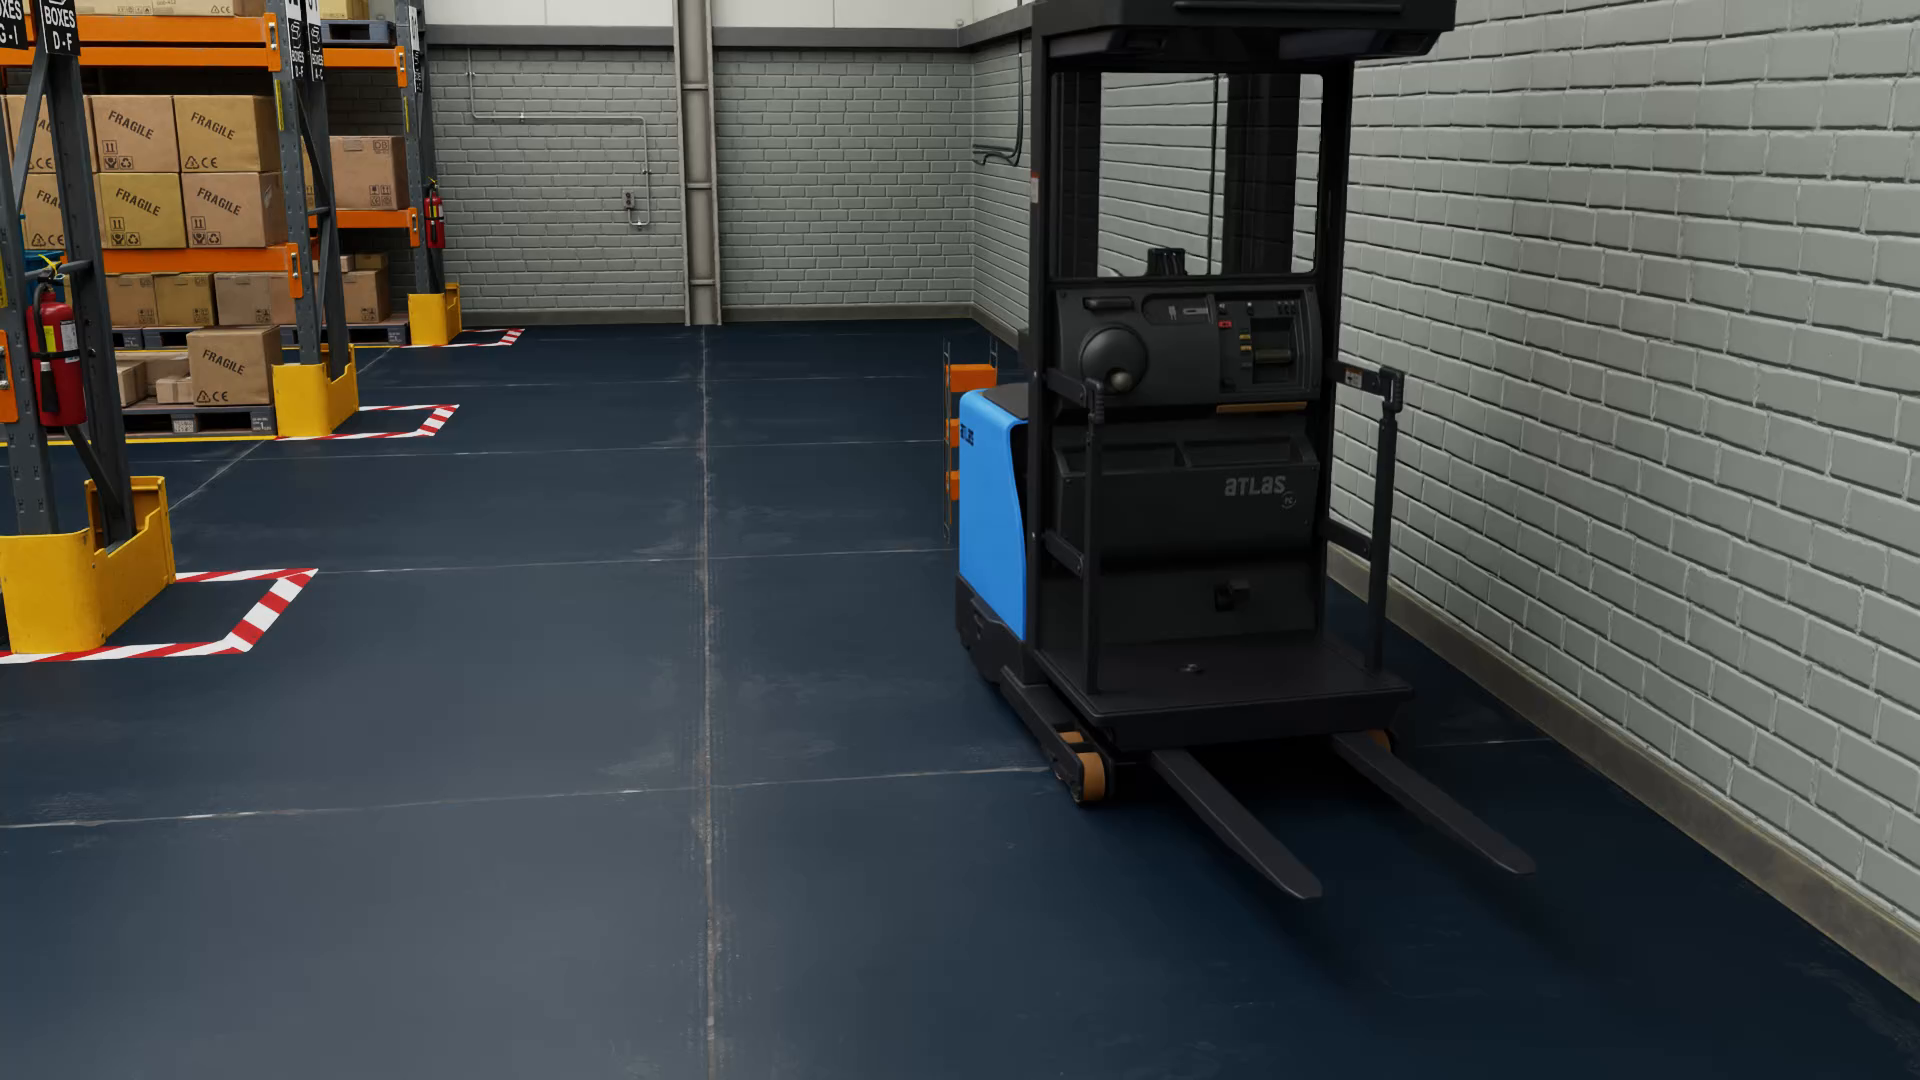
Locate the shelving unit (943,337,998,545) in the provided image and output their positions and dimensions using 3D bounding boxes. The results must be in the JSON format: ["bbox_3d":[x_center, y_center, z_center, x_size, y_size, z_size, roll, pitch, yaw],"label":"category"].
[{"bbox_3d":[0.053,-0.511,8.602,0.252,1.050,0.215,-2,14,-8],"label":"shelving unit"}]

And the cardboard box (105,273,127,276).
[{"bbox_3d":[-8.169,-2.639,16.020,0.250,0.149,0.380,-2,14,-6],"label":"cardboard box"}]

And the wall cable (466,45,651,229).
[{"bbox_3d":[-4.209,-4.274,17.508,1.851,1.984,0.084,-2,14,-8],"label":"wall cable"}]

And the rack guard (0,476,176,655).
[{"bbox_3d":[-3.837,0.085,7.357,0.348,0.500,1.175,-2,14,-8],"label":"rack guard"}]

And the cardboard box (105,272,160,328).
[{"bbox_3d":[-8.038,-2.373,16.294,0.500,0.500,0.700,-2,14,-9],"label":"cardboard box"}]

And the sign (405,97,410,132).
[{"bbox_3d":[-5.267,-4.052,15.847,0.005,0.325,0.100,-2,14,-8],"label":"sign"}]

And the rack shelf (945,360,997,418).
[{"bbox_3d":[0.053,-0.776,8.535,0.240,0.259,0.215,-2,14,-8],"label":"rack shelf"}]

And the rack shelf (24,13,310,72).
[{"bbox_3d":[-6.571,-3.349,11.222,4.000,0.370,1.077,-2,14,-8],"label":"rack shelf"}]

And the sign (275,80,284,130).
[{"bbox_3d":[-4.530,-2.896,11.074,0.005,0.325,0.100,-2,14,-8],"label":"sign"}]

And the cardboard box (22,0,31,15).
[{"bbox_3d":[-6.050,-3.579,10.968,0.500,0.250,0.500,-2,14,-8],"label":"cardboard box"}]

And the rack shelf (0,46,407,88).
[{"bbox_3d":[-7.312,-4.541,15.973,4.000,0.370,1.077,-2,14,-8],"label":"rack shelf"}]

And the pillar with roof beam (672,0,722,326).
[{"bbox_3d":[-2.152,-5.687,12.900,0.400,9.000,9.100,-2,14,-8],"label":"pillar with roof beam"}]

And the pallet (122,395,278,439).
[{"bbox_3d":[-5.456,-0.931,12.001,1.213,0.211,1.003,-2,14,-8],"label":"pallet"}]

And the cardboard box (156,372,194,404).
[{"bbox_3d":[-5.508,-1.083,11.793,0.250,0.166,0.380,-2,14,-8],"label":"cardboard box"}]

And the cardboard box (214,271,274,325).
[{"bbox_3d":[-7.004,-2.412,16.450,0.500,0.500,0.700,-3,14,-10],"label":"cardboard box"}]

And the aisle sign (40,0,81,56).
[{"bbox_3d":[-3.832,-2.459,7.016,0.004,0.787,0.394,-2,14,-8],"label":"aisle sign"}]

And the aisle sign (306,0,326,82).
[{"bbox_3d":[-4.569,-3.650,11.764,0.004,0.787,0.394,-2,14,-8],"label":"aisle sign"}]

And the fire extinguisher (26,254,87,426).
[{"bbox_3d":[-3.642,-0.802,6.678,0.183,0.674,0.296,-2,14,-8],"label":"fire extinguisher"}]

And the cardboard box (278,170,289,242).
[{"bbox_3d":[-5.071,-2.411,11.965,0.500,0.500,0.500,-2,14,-7],"label":"cardboard box"}]

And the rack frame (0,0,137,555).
[{"bbox_3d":[-3.859,-1.124,7.037,0.127,3.000,1.000,-2,14,-8],"label":"rack frame"}]

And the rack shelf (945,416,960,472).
[{"bbox_3d":[0.053,-0.501,8.604,0.240,0.259,0.215,-2,14,-8],"label":"rack shelf"}]

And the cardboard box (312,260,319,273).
[{"bbox_3d":[-6.364,-2.706,16.285,0.250,0.149,0.380,-2,14,-7],"label":"cardboard box"}]

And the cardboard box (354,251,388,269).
[{"bbox_3d":[-5.918,-2.816,16.726,0.250,0.149,0.380,-2,14,-8],"label":"cardboard box"}]

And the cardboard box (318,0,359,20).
[{"bbox_3d":[-6.019,-5.051,15.769,0.500,0.250,0.500,-2,14,-7],"label":"cardboard box"}]

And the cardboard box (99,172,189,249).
[{"bbox_3d":[-5.508,-2.263,11.372,0.500,0.500,0.500,-2,14,-8],"label":"cardboard box"}]

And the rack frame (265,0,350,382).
[{"bbox_3d":[-4.593,-2.316,11.789,0.127,3.000,1.000,-2,14,-8],"label":"rack frame"}]

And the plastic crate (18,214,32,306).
[{"bbox_3d":[-4.162,-1.113,6.798,0.499,0.435,0.616,-2,14,-8],"label":"plastic crate"}]

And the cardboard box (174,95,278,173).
[{"bbox_3d":[-4.992,-2.767,11.327,0.500,0.500,0.500,-2,14,-9],"label":"cardboard box"}]

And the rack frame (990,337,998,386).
[{"bbox_3d":[0.174,-0.516,8.619,0.008,1.050,0.200,-2,14,-8],"label":"rack frame"}]

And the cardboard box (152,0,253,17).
[{"bbox_3d":[-5.062,-3.616,11.115,0.500,0.250,0.500,-2,14,-8],"label":"cardboard box"}]

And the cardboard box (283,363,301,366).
[{"bbox_3d":[-5.058,-1.214,12.351,0.250,0.149,0.380,-2,14,-8],"label":"cardboard box"}]

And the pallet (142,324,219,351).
[{"bbox_3d":[-7.317,-2.063,16.515,1.213,0.211,1.003,-2,14,-8],"label":"pallet"}]

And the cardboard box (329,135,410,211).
[{"bbox_3d":[-5.837,-3.632,16.420,0.700,0.700,0.980,-1,14,-6],"label":"cardboard box"}]

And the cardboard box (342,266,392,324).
[{"bbox_3d":[-6.012,-2.449,16.595,0.500,0.500,0.700,-2,14,-8],"label":"cardboard box"}]

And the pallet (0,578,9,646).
[{"bbox_3d":[-4.680,0.249,7.294,1.213,0.211,1.003,-2,14,-8],"label":"pallet"}]

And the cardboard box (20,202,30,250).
[{"bbox_3d":[-6.500,-2.228,11.233,0.500,0.500,0.500,-2,14,-9],"label":"cardboard box"}]

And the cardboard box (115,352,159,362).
[{"bbox_3d":[-6.162,-1.208,12.119,0.500,0.250,0.500,-2,14,-8],"label":"cardboard box"}]

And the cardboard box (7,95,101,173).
[{"bbox_3d":[-6.003,-2.728,11.174,0.500,0.500,0.500,-2,14,-7],"label":"cardboard box"}]

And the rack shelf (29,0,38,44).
[{"bbox_3d":[-5.836,-2.157,6.471,4.000,0.370,1.077,-2,14,-8],"label":"rack shelf"}]

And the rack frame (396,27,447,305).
[{"bbox_3d":[-5.335,-3.507,16.539,0.127,3.000,1.000,-2,14,-8],"label":"rack frame"}]

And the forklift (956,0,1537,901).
[{"bbox_3d":[0.829,-0.677,5.395,1.130,2.935,3.031,-3,14,-13],"label":"forklift"}]
